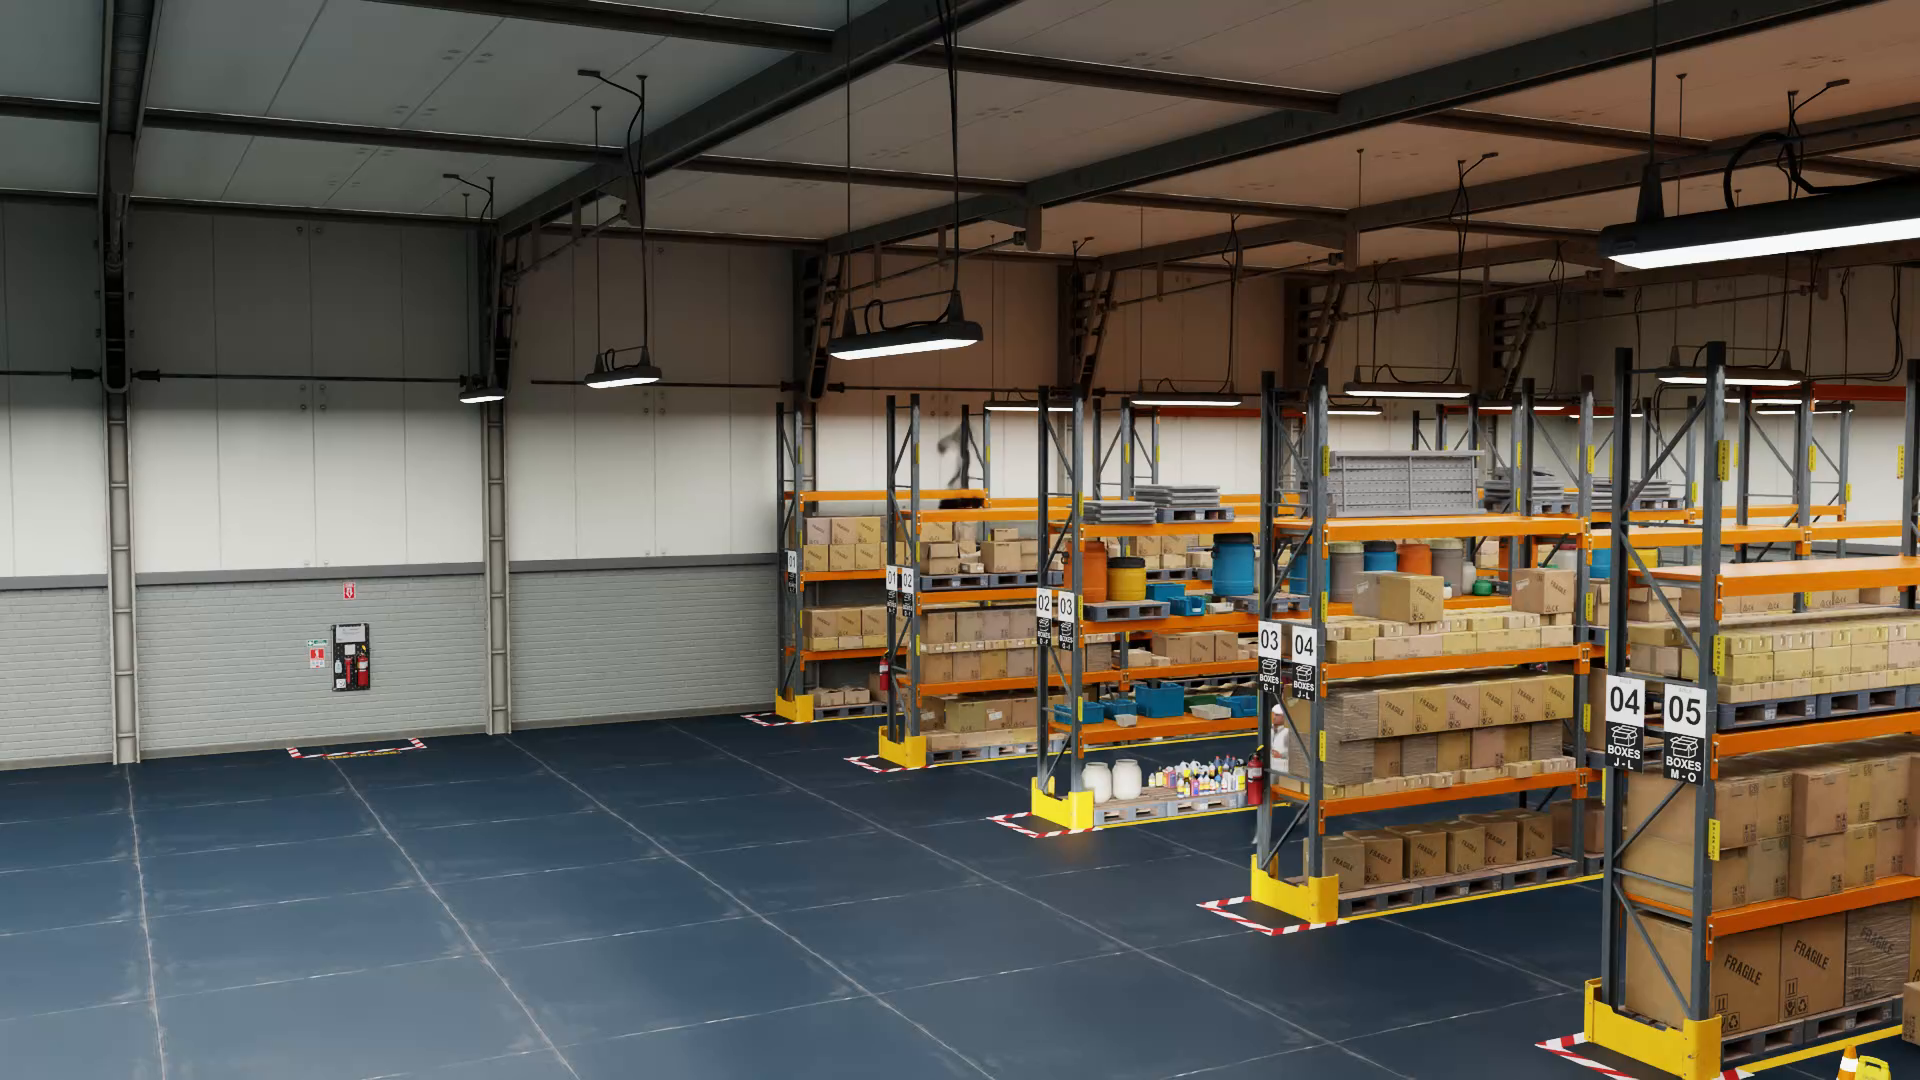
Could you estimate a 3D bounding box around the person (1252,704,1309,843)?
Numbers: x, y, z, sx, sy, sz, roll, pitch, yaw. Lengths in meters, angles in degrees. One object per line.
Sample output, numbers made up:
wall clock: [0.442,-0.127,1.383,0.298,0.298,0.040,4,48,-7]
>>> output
person: [4.276,3.056,21.916,0.608,1.817,1.077,3,4,43]
